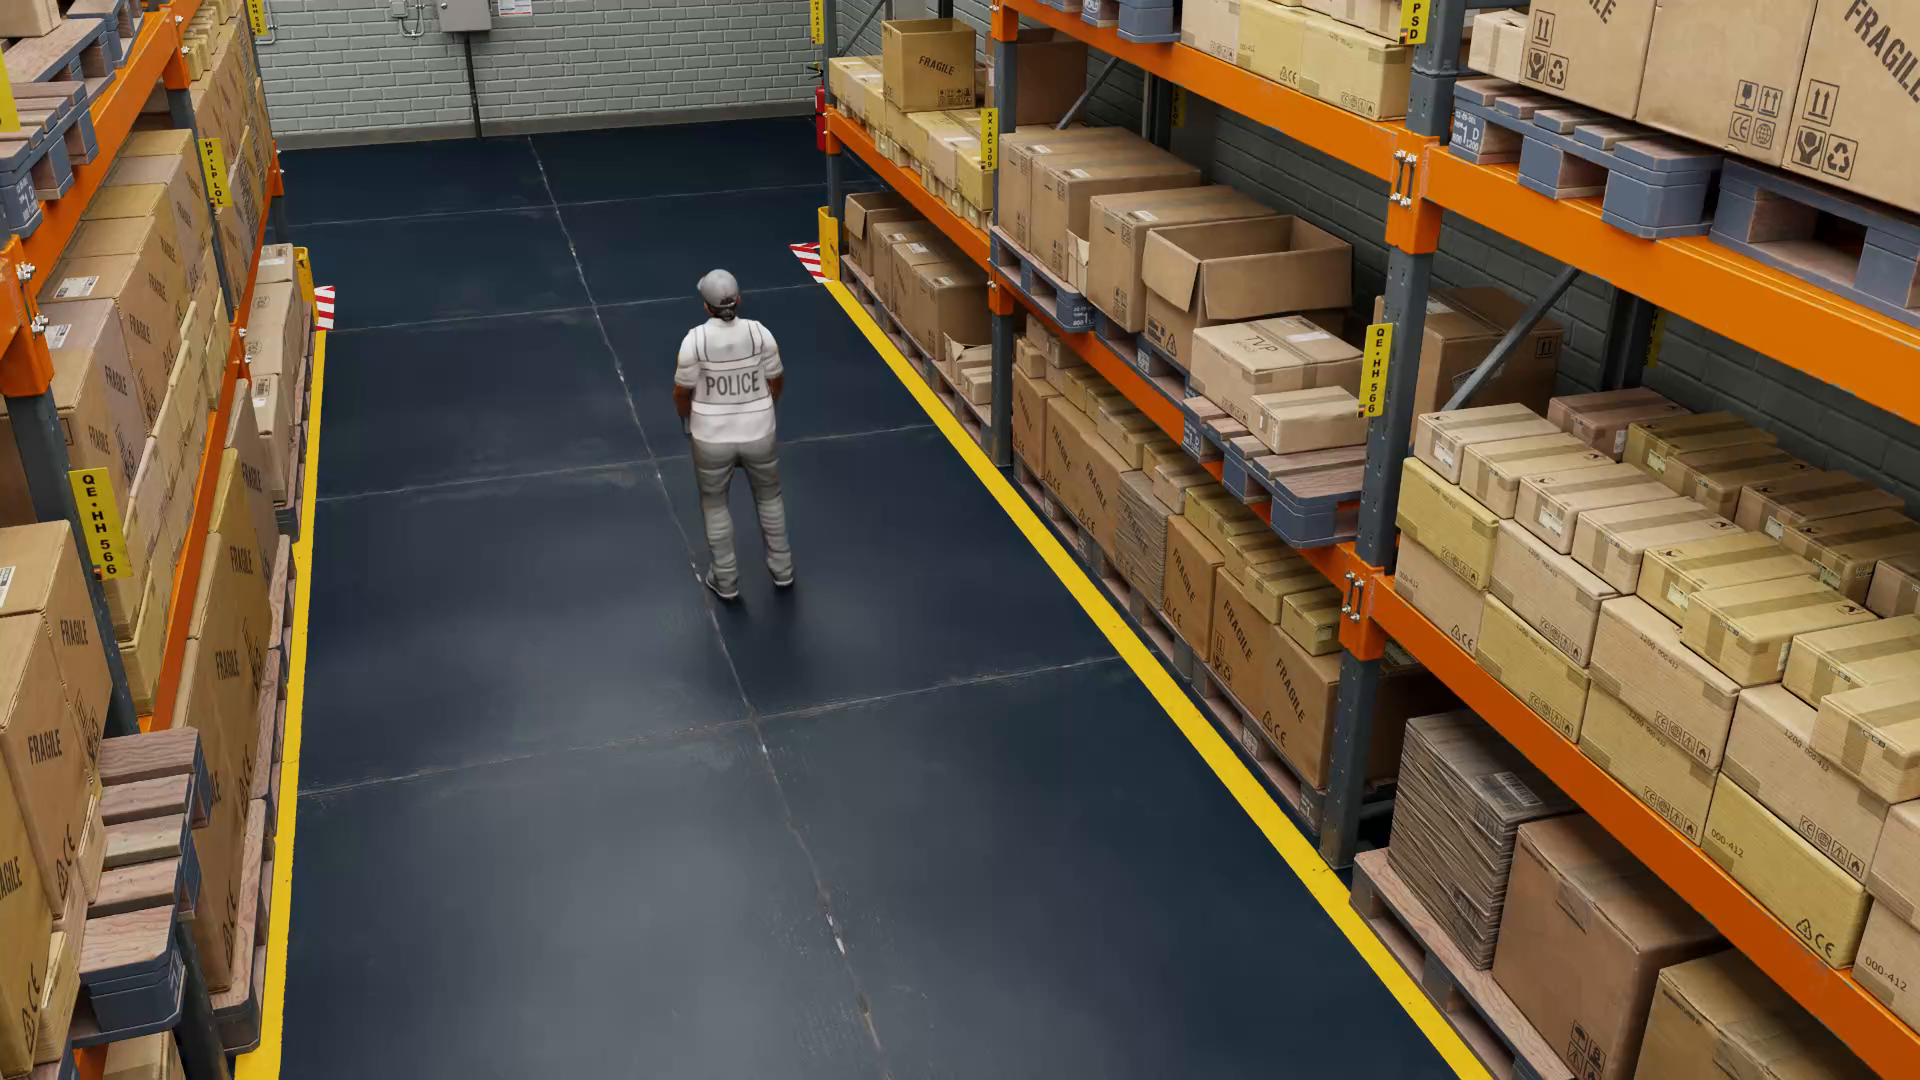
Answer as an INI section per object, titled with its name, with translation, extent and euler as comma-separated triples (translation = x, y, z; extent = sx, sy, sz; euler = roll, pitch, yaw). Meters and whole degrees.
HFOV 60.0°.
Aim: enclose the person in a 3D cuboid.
[person]
translation = -1.111, -0.519, 8.144
extent = 0.562, 1.667, 0.423
euler = -8, 28, -16
